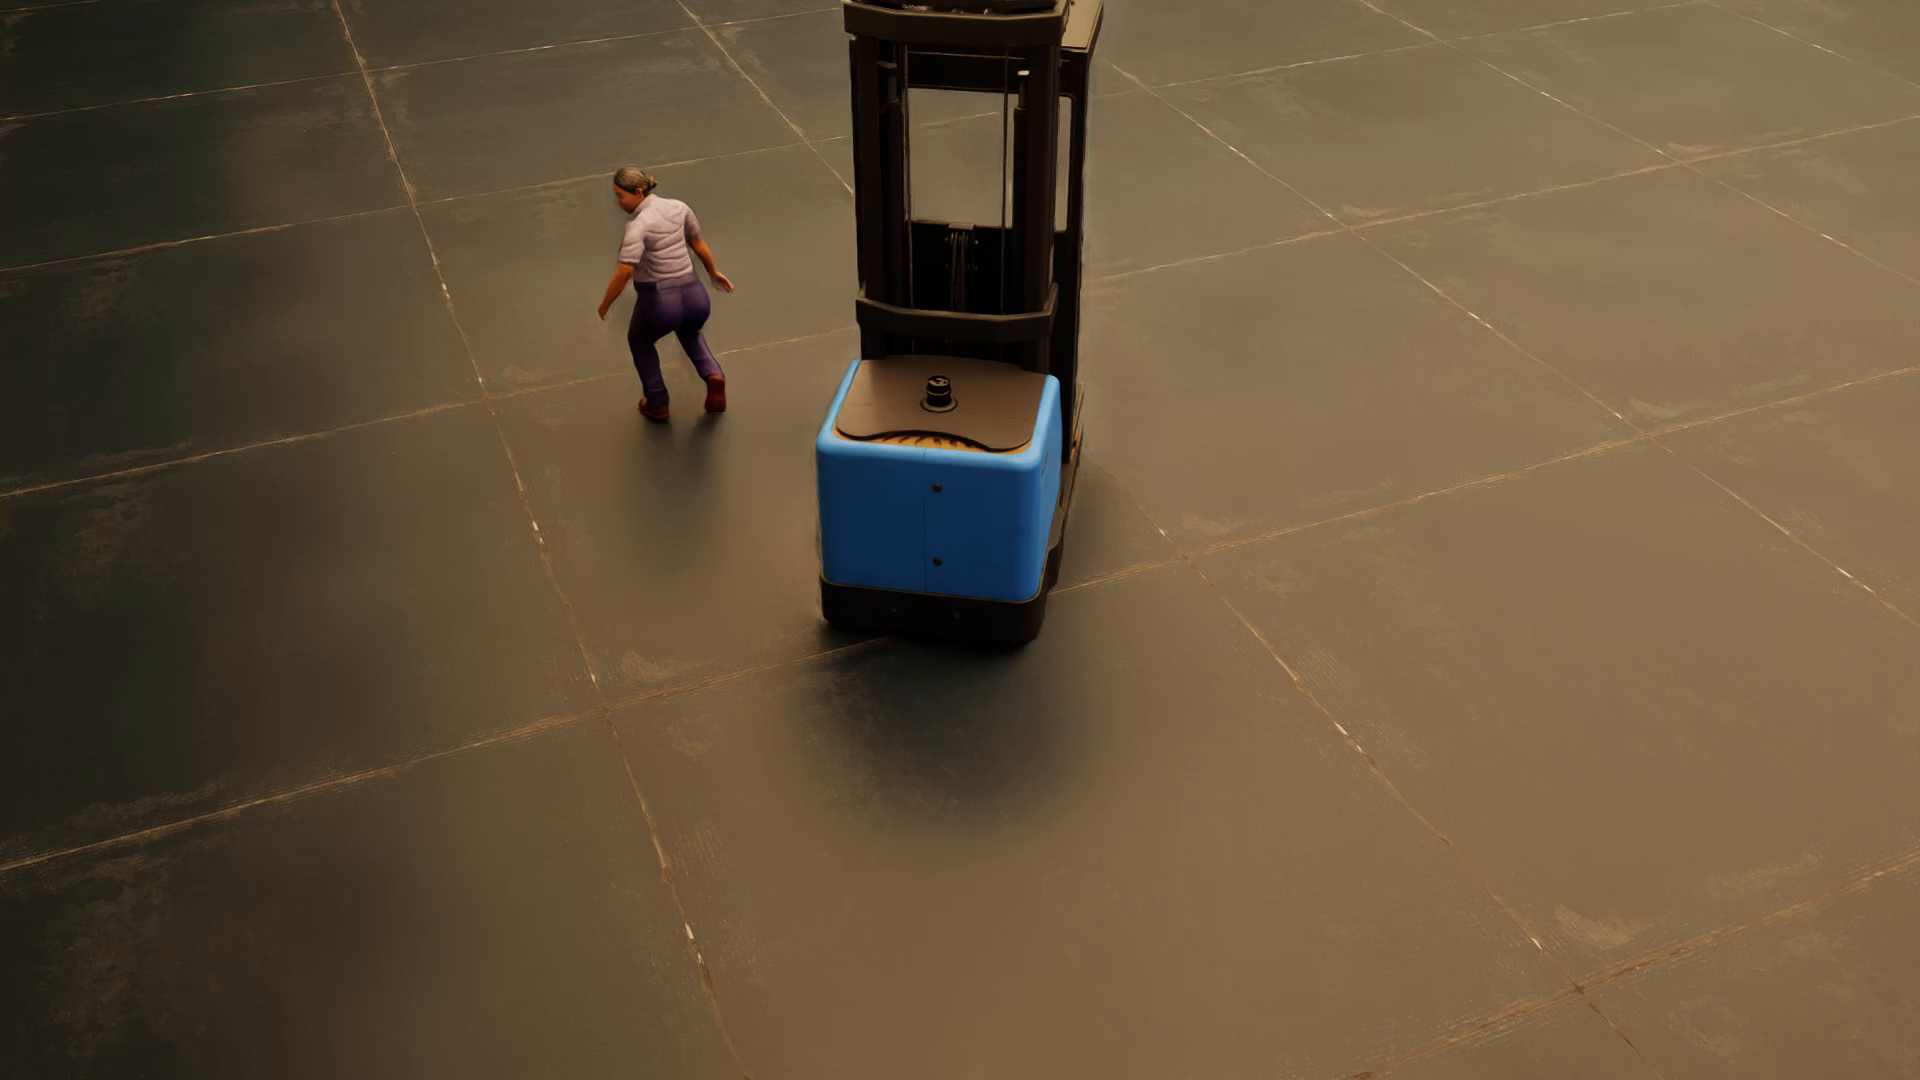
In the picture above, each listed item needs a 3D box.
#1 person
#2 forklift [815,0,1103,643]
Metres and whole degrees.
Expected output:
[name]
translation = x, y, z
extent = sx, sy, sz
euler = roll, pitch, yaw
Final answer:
[person]
translation = -1.610, -1.375, 9.341
extent = 0.841, 1.468, 0.559
euler = -27, 44, -33
[forklift]
translation = 0.081, -1.555, 8.285
extent = 1.130, 2.935, 3.031
euler = 5, 36, 8
